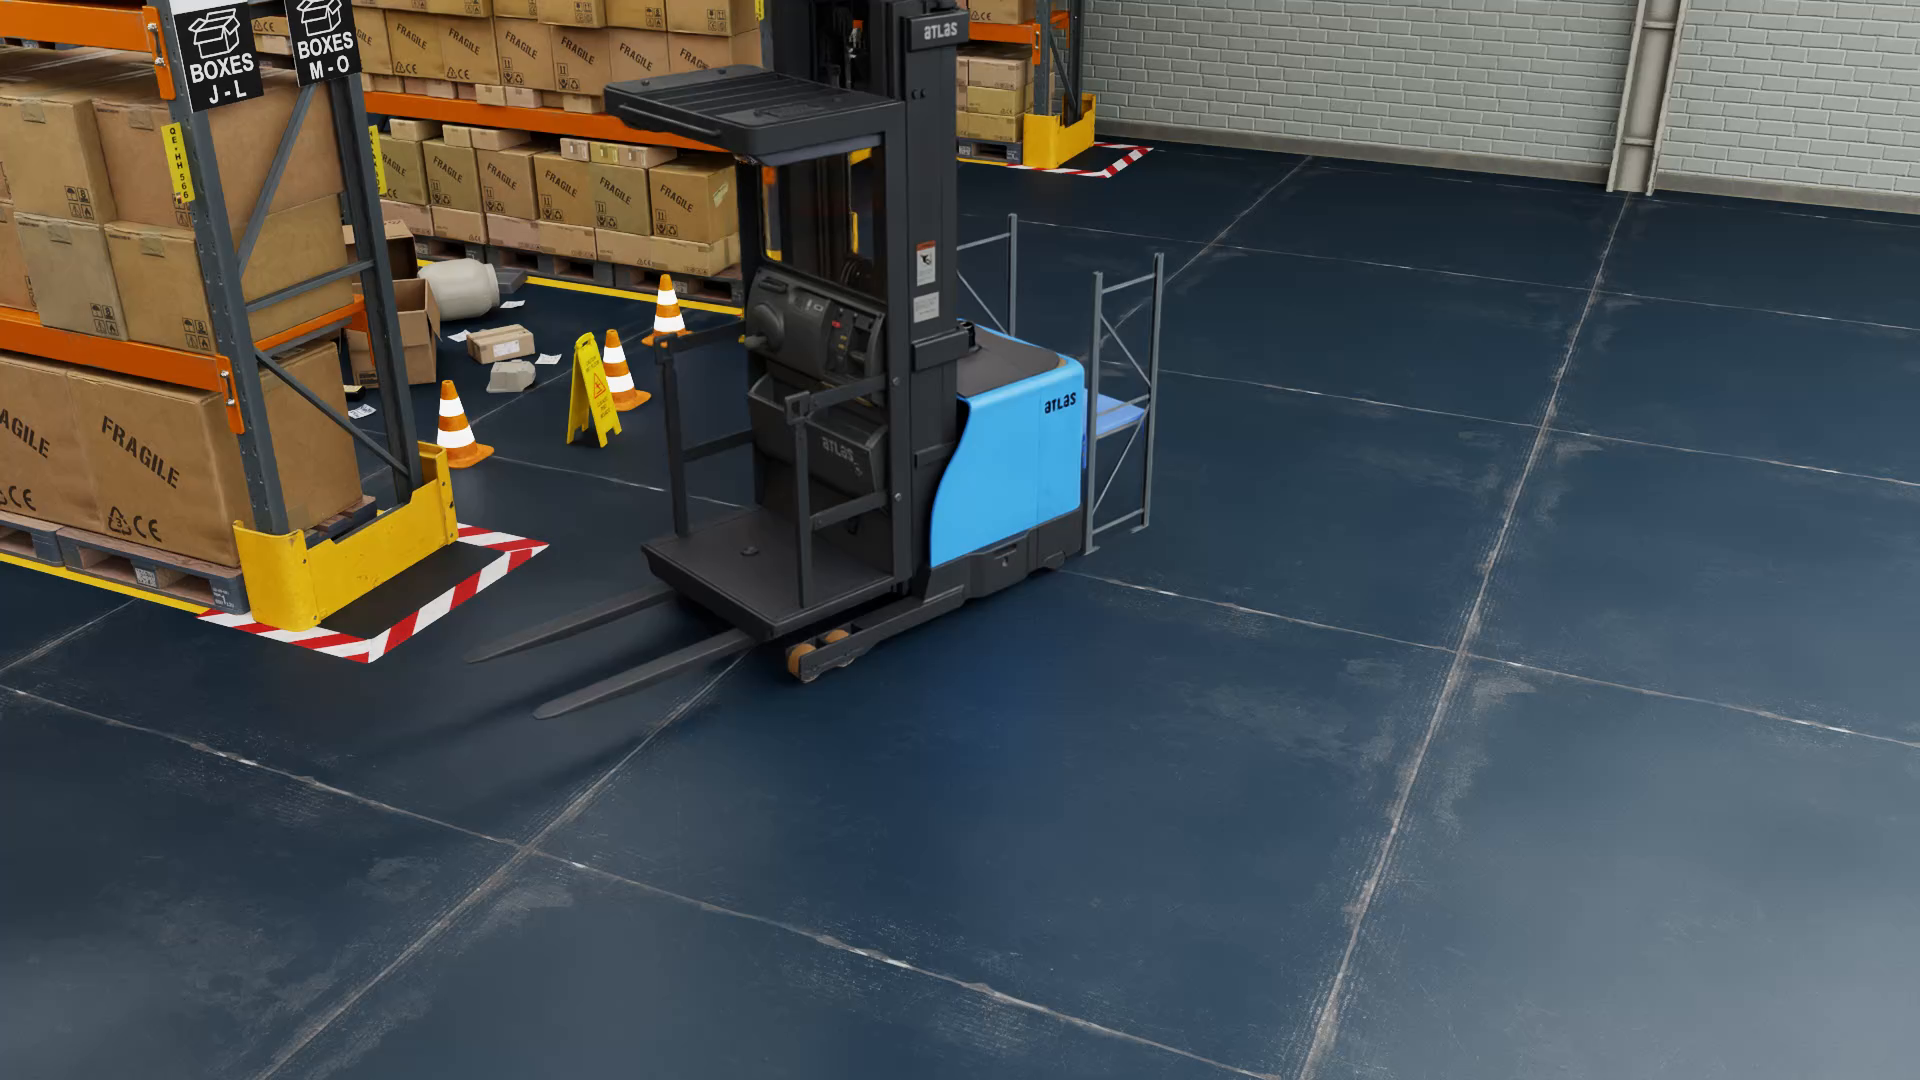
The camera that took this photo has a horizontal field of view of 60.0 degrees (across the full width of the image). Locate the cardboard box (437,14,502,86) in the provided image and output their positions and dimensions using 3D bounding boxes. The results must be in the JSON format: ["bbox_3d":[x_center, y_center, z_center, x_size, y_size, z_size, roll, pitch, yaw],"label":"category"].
[{"bbox_3d":[-3.526,-3.718,12.457,0.500,0.500,0.500,11,28,21],"label":"cardboard box"}]

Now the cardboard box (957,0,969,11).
[{"bbox_3d":[-0.062,-5.305,16.016,0.500,0.500,0.500,12,29,23],"label":"cardboard box"}]

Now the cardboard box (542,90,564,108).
[{"bbox_3d":[-2.900,-3.338,12.418,0.250,0.149,0.380,11,28,22],"label":"cardboard box"}]

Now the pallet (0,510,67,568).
[{"bbox_3d":[-4.912,-0.259,9.038,1.213,0.211,1.003,11,28,22],"label":"pallet"}]

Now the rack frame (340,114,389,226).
[{"bbox_3d":[-4.729,-3.912,13.300,0.127,3.000,1.000,11,28,22],"label":"rack frame"}]

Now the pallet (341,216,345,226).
[{"bbox_3d":[-5.438,-2.803,14.204,1.213,0.211,1.003,11,28,22],"label":"pallet"}]

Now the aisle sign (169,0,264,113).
[{"bbox_3d":[-3.104,-2.205,6.889,0.004,0.787,0.394,11,28,22],"label":"aisle sign"}]

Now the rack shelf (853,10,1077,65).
[{"bbox_3d":[-0.857,-5.220,16.771,4.000,0.370,1.077,11,28,22],"label":"rack shelf"}]

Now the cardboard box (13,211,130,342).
[{"bbox_3d":[-3.911,-1.381,7.988,0.550,0.550,0.875,11,28,22],"label":"cardboard box"}]

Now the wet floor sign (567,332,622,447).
[{"bbox_3d":[-2.199,-0.906,9.861,0.232,0.644,0.267,6,27,13],"label":"wet floor sign"}]

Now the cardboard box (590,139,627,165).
[{"bbox_3d":[-2.514,-2.892,12.282,0.250,0.149,0.380,12,29,23],"label":"cardboard box"}]

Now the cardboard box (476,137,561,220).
[{"bbox_3d":[-3.340,-2.798,12.826,0.500,0.500,0.500,13,29,24],"label":"cardboard box"}]

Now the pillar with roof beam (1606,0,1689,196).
[{"bbox_3d":[4.383,-5.530,9.795,0.400,9.000,9.100,11,28,22],"label":"pillar with roof beam"}]

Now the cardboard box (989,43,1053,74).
[{"bbox_3d":[0.604,-4.745,16.496,0.500,0.250,0.500,11,28,21],"label":"cardboard box"}]

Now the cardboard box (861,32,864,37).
[{"bbox_3d":[-1.227,-5.115,17.249,0.500,0.250,0.500,12,28,22],"label":"cardboard box"}]

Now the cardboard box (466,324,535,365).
[{"bbox_3d":[-3.116,-1.329,11.281,0.380,0.149,0.250,-18,31,-31],"label":"cardboard box"}]

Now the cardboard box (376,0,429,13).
[{"bbox_3d":[-3.962,-4.269,12.443,0.500,0.500,0.700,12,28,22],"label":"cardboard box"}]

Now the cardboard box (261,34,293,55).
[{"bbox_3d":[-5.312,-3.971,13.228,0.250,0.149,0.380,12,29,23],"label":"cardboard box"}]

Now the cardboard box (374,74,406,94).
[{"bbox_3d":[-4.324,-3.587,12.925,0.250,0.149,0.380,12,29,23],"label":"cardboard box"}]

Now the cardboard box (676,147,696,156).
[{"bbox_3d":[-2.207,-2.829,12.888,0.500,0.500,0.500,10,28,20],"label":"cardboard box"}]

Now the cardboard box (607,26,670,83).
[{"bbox_3d":[-2.150,-3.441,11.893,0.500,0.500,0.500,11,28,22],"label":"cardboard box"}]

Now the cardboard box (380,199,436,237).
[{"bbox_3d":[-4.304,-2.650,13.375,0.500,0.250,0.500,10,28,19],"label":"cardboard box"}]

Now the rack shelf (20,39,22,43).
[{"bbox_3d":[-10.191,-4.686,15.687,4.000,0.370,1.077,11,28,22],"label":"rack shelf"}]

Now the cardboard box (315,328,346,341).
[{"bbox_3d":[-4.589,-1.592,11.261,0.503,0.637,0.797,11,28,22],"label":"cardboard box"}]

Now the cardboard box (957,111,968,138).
[{"bbox_3d":[-0.044,-4.186,16.493,0.500,0.250,0.500,11,28,22],"label":"cardboard box"}]

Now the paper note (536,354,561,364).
[{"bbox_3d":[-2.772,-1.221,11.196,0.142,0.019,0.148,2,26,4],"label":"paper note"}]

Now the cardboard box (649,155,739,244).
[{"bbox_3d":[-1.925,-2.514,12.248,0.500,0.500,0.500,12,28,22],"label":"cardboard box"}]

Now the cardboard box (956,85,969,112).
[{"bbox_3d":[-0.061,-4.416,16.394,0.500,0.250,0.500,11,28,21],"label":"cardboard box"}]

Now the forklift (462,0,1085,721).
[{"bbox_3d":[-0.812,-0.940,7.341,3.031,2.935,1.130,-22,33,-37],"label":"forklift"}]

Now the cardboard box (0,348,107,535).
[{"bbox_3d":[-4.491,-0.665,8.634,0.875,0.875,0.875,11,28,21],"label":"cardboard box"}]

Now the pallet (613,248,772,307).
[{"bbox_3d":[-1.882,-2.106,12.789,1.213,0.211,1.003,11,28,22],"label":"pallet"}]

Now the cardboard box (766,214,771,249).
[{"bbox_3d":[-1.708,-2.394,12.855,0.500,0.250,0.500,11,28,21],"label":"cardboard box"}]

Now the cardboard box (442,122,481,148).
[{"bbox_3d":[-3.746,-3.138,12.781,0.250,0.149,0.380,13,29,24],"label":"cardboard box"}]

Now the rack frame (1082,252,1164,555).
[{"bbox_3d":[0.821,-0.676,8.424,0.500,1.500,0.032,-23,34,-38],"label":"rack frame"}]

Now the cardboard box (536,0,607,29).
[{"bbox_3d":[-2.608,-3.961,11.817,0.500,0.500,0.700,11,28,21],"label":"cardboard box"}]

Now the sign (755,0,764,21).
[{"bbox_3d":[-1.336,-3.622,11.043,0.005,0.325,0.100,11,28,22],"label":"sign"}]

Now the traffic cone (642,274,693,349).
[{"bbox_3d":[-2.013,-1.603,11.481,0.334,0.463,0.336,11,28,22],"label":"traffic cone"}]

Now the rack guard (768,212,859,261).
[{"bbox_3d":[-1.157,-2.073,12.395,0.348,0.500,1.175,11,28,22],"label":"rack guard"}]

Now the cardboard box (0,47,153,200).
[{"bbox_3d":[-4.359,-2.028,8.080,0.550,0.550,0.875,11,28,22],"label":"cardboard box"}]

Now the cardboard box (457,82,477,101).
[{"bbox_3d":[-3.603,-3.456,12.658,0.250,0.149,0.380,11,28,22],"label":"cardboard box"}]

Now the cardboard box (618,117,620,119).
[{"bbox_3d":[-2.265,-3.142,12.021,0.250,0.149,0.380,12,29,23],"label":"cardboard box"}]

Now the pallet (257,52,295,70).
[{"bbox_3d":[-5.364,-4.024,13.745,1.213,0.211,1.003,11,28,22],"label":"pallet"}]

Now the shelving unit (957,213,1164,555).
[{"bbox_3d":[0.468,-0.837,8.753,0.538,1.500,1.048,-23,34,-38],"label":"shelving unit"}]

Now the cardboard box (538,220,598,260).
[{"bbox_3d":[-2.882,-2.366,12.798,0.500,0.250,0.500,10,28,20],"label":"cardboard box"}]
